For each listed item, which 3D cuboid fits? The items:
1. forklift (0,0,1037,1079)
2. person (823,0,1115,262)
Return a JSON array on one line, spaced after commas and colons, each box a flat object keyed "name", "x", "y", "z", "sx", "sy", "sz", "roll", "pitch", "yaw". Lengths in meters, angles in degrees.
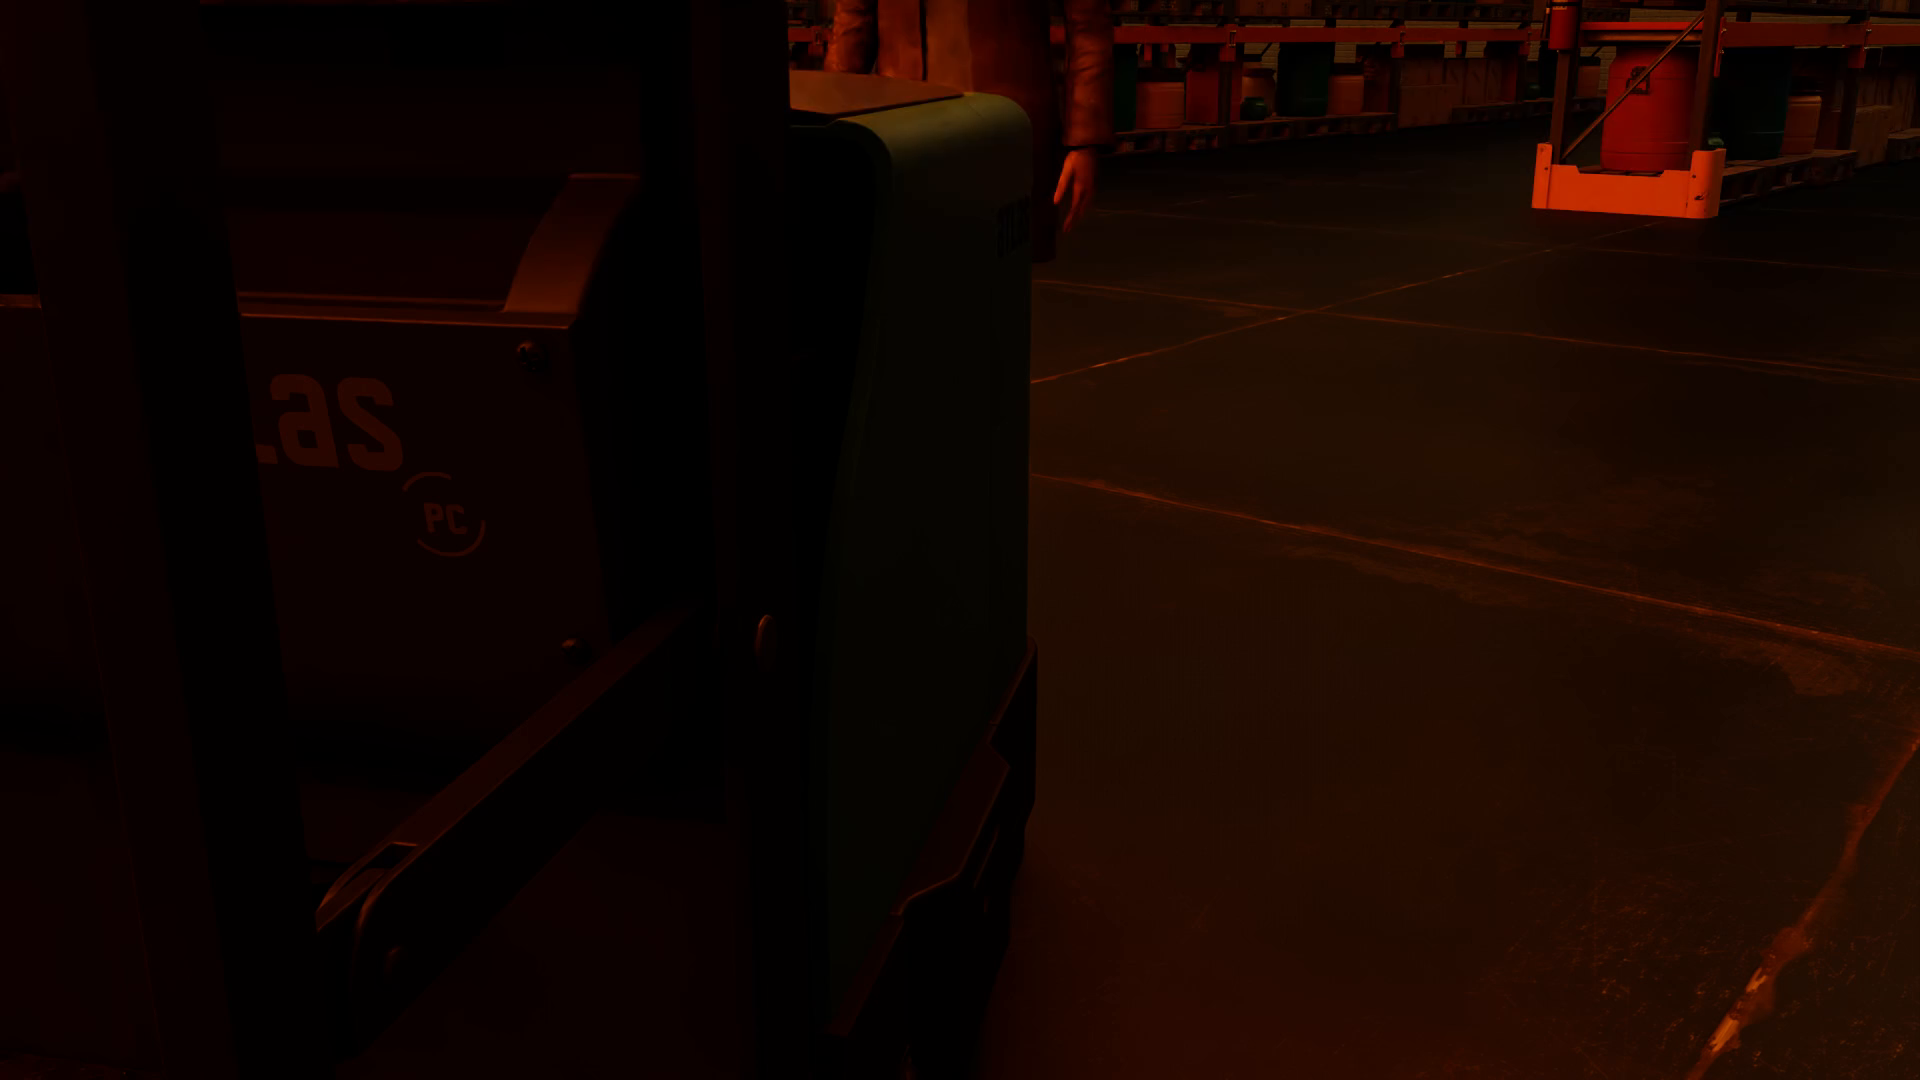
[{"name": "forklift", "x": -0.712, "y": -0.582, "z": 0.812, "sx": 1.130, "sy": 2.935, "sz": 3.031, "roll": 4, "pitch": 17, "yaw": 12}, {"name": "person", "x": -0.047, "y": -0.844, "z": 3.655, "sx": 0.775, "sy": 1.779, "sz": 0.465, "roll": 4, "pitch": 17, "yaw": 12}]
